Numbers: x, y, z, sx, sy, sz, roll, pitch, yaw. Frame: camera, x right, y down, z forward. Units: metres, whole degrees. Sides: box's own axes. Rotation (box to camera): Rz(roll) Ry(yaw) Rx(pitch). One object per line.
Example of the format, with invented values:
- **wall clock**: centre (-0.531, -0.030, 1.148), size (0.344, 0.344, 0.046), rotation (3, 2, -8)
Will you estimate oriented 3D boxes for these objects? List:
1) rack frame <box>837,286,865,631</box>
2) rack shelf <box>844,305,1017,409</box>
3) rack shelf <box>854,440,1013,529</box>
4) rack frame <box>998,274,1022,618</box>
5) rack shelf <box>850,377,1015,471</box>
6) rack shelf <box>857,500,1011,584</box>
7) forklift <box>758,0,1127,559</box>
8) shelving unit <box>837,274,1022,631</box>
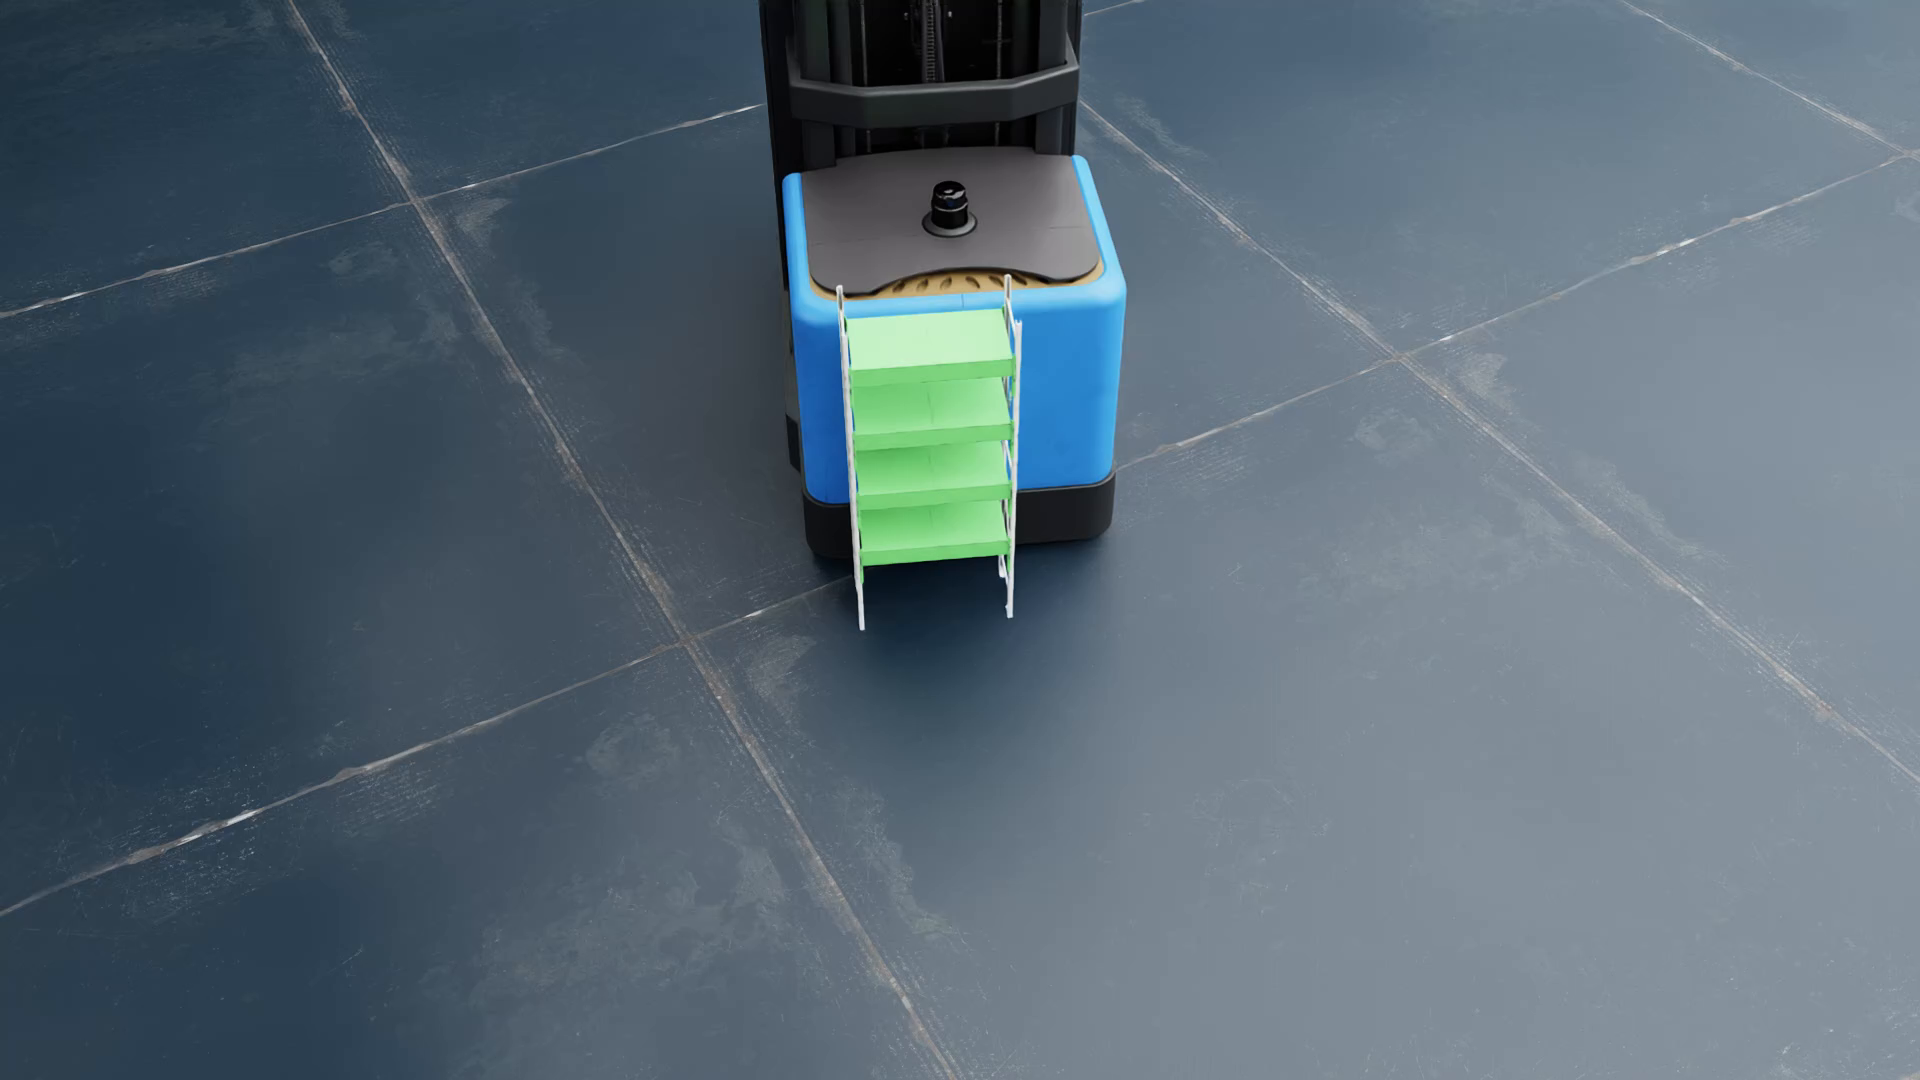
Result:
- **rack frame**: centre (-0.333, -0.217, 5.113), size (0.015, 1.200, 0.240), rotation (-5, 44, -5)
- **rack shelf**: centre (-0.091, -0.536, 4.843), size (0.480, 0.148, 0.258), rotation (-5, 44, -5)
- **rack shelf**: centre (-0.091, -0.191, 5.177), size (0.480, 0.148, 0.258), rotation (-5, 44, -5)
- **rack frame**: centre (0.152, -0.257, 5.153), size (0.015, 1.200, 0.240), rotation (-5, 44, -5)
- **rack shelf**: centre (-0.091, -0.363, 5.010), size (0.480, 0.148, 0.258), rotation (-5, 44, -5)
- **rack shelf**: centre (-0.091, -0.019, 5.344), size (0.480, 0.148, 0.258), rotation (-5, 44, -5)
- **forklift**: centre (-0.161, -2.018, 5.725), size (1.130, 2.935, 3.031), rotation (-5, 44, -5)
- **shelving unit**: centre (-0.091, -0.237, 5.133), size (0.503, 1.200, 0.258), rotation (-5, 44, -5)
